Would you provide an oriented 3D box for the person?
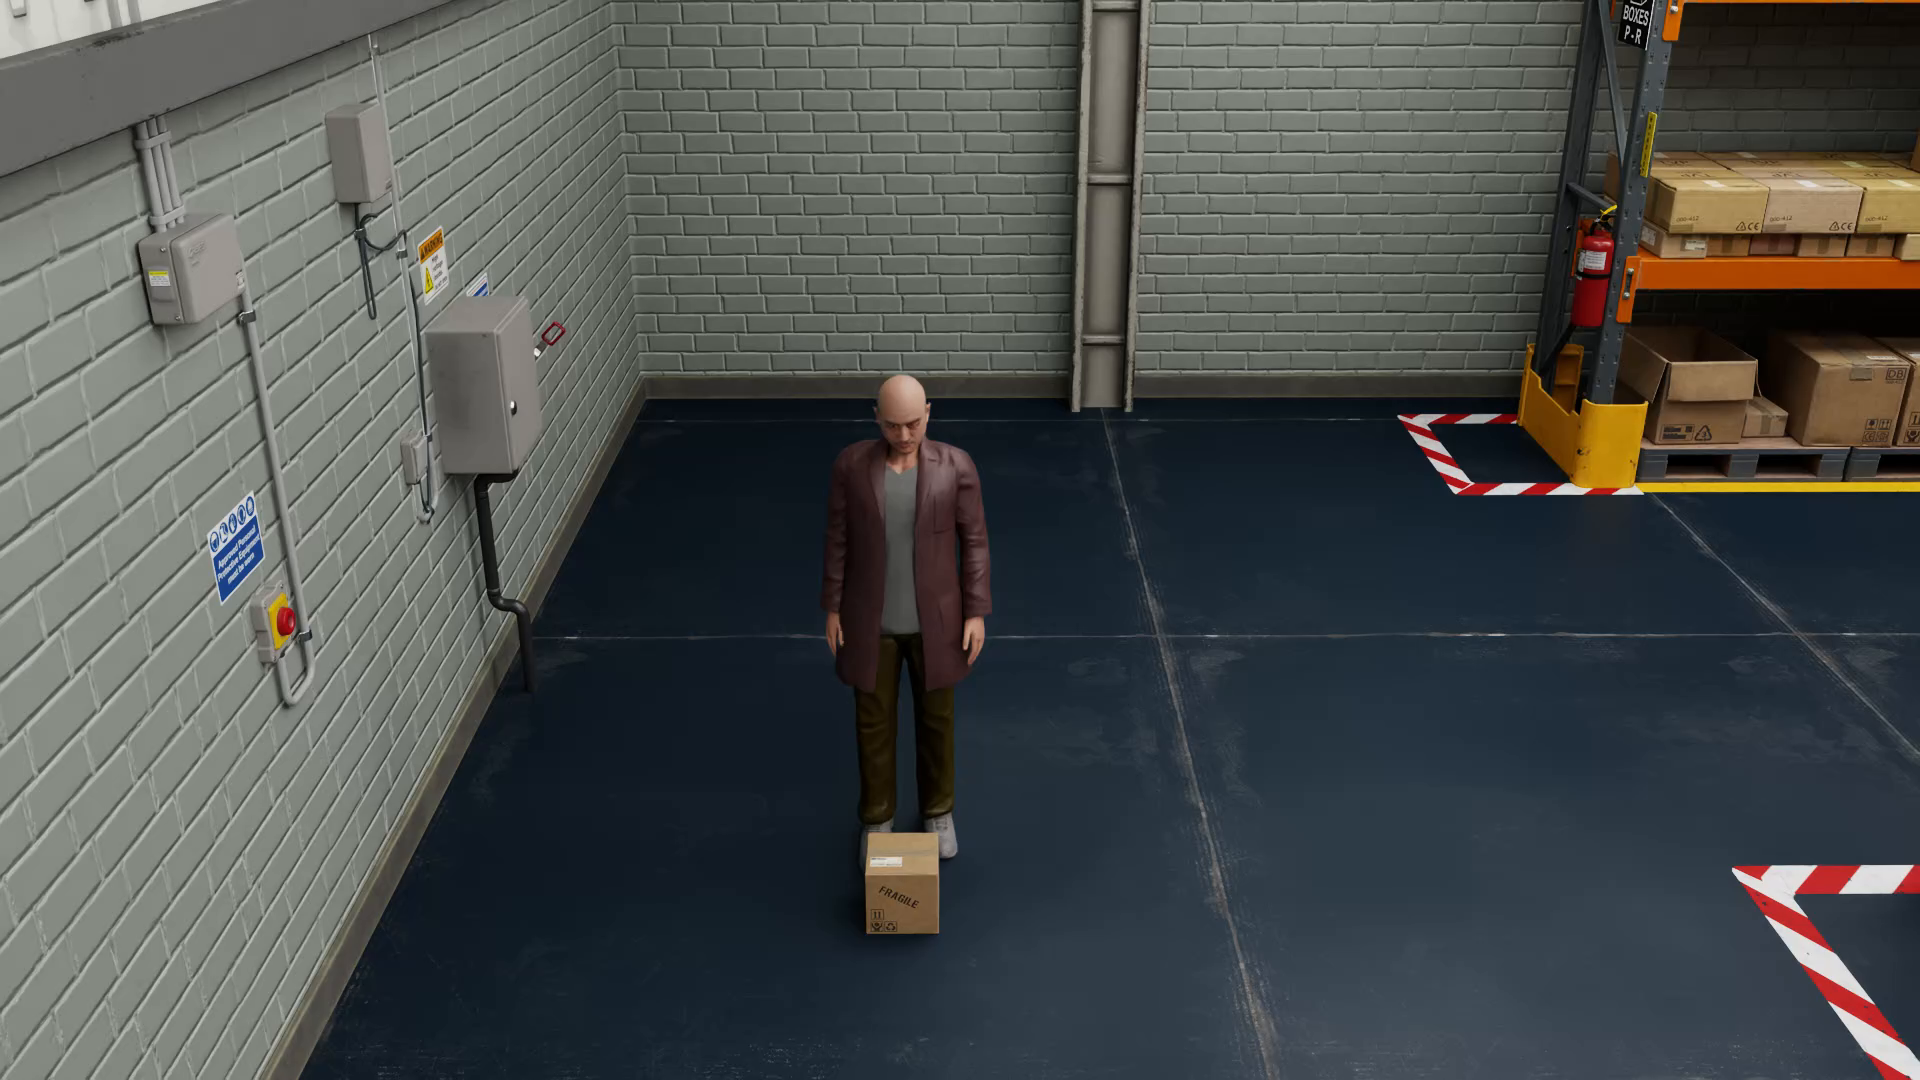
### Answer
[{"bbox_3d":[-0.196,0.309,5.911,0.620,1.799,0.495,0,24,0],"label":"person"}]
